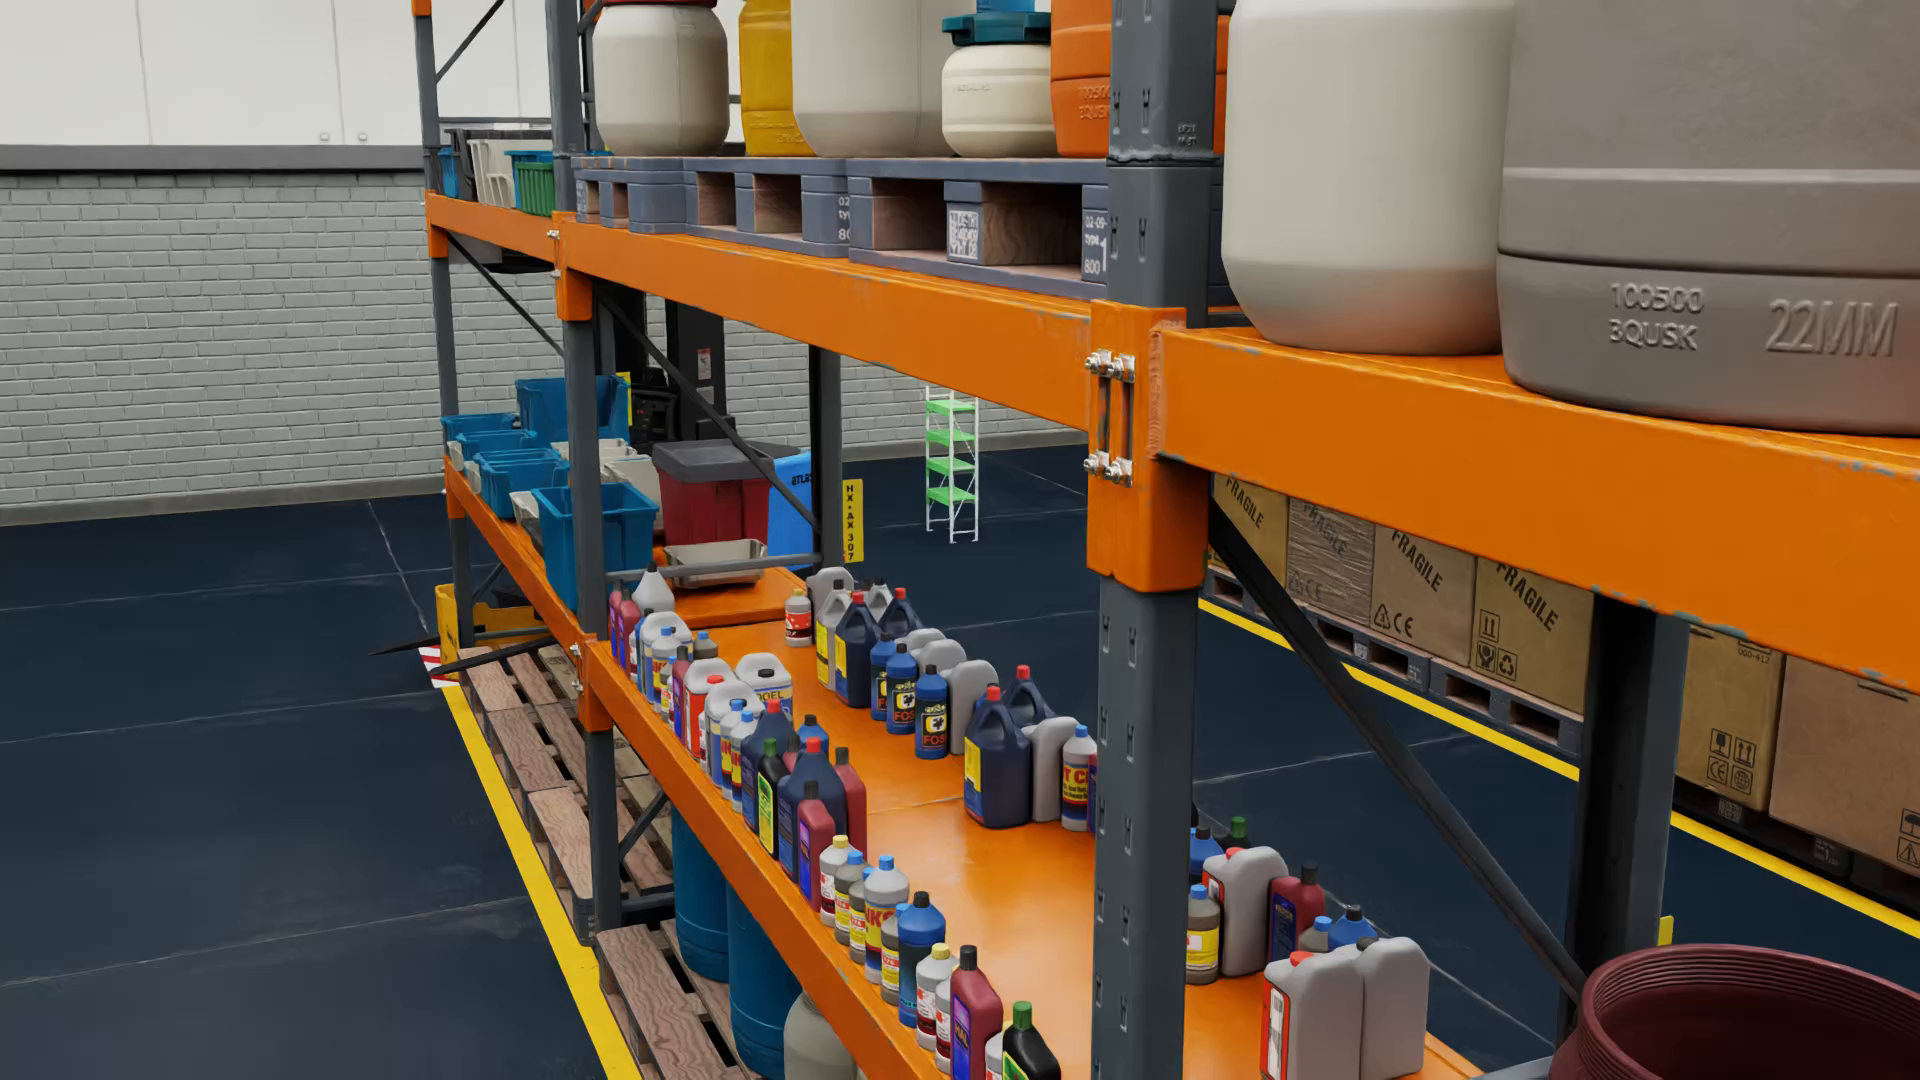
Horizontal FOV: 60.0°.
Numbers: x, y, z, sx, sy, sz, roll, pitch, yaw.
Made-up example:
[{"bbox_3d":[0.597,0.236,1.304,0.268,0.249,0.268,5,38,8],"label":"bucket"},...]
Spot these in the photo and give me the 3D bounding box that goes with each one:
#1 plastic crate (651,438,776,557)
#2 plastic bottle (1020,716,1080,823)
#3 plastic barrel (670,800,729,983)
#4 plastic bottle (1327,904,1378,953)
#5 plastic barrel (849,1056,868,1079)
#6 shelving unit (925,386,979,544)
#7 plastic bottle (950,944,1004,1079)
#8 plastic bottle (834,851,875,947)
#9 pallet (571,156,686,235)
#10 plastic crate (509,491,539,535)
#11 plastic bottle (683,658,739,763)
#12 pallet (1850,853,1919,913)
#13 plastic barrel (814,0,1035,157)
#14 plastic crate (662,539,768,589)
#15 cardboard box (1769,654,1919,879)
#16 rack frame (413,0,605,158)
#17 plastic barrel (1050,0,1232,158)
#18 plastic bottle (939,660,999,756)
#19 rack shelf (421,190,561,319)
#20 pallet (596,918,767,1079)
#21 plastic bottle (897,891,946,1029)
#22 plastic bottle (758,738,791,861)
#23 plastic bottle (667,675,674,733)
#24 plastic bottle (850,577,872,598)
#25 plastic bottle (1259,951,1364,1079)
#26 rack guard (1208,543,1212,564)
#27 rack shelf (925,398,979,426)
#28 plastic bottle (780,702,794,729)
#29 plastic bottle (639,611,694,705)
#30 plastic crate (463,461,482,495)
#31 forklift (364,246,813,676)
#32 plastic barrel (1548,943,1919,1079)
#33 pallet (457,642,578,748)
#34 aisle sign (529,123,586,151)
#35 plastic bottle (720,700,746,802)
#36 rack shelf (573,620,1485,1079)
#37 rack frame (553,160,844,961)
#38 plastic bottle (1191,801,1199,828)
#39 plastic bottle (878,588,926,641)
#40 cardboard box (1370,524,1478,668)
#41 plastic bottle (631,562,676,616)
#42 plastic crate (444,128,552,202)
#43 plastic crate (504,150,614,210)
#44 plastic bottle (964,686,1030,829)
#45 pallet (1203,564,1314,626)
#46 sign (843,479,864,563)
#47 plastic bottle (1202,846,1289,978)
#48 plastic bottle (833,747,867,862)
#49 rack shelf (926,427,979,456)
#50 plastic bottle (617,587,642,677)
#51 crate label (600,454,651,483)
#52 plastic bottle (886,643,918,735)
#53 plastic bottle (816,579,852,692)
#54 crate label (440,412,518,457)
[{"bbox_3d":[-1.055,-0.156,7.117,0.402,0.464,0.583,-6,14,-23],"label":"plastic crate"},{"bbox_3d":[0.243,0.593,4.430,0.152,0.276,0.135,-6,14,-23],"label":"plastic bottle"},{"bbox_3d":[-0.724,1.043,5.933,0.600,0.901,0.708,-6,14,-23],"label":"plastic barrel"},{"bbox_3d":[0.777,0.855,3.307,0.097,0.271,0.097,0,13,0],"label":"plastic bottle"},{"bbox_3d":[0.012,1.575,4.328,0.600,0.588,0.708,-6,14,-23],"label":"plastic barrel"},{"bbox_3d":[-0.066,-0.619,13.382,0.258,1.200,0.503,-6,14,-23],"label":"shelving unit"},{"bbox_3d":[0.030,0.902,3.079,0.061,0.283,0.133,-6,14,-23],"label":"plastic bottle"},{"bbox_3d":[-0.233,0.796,3.720,0.097,0.201,0.097,0,13,0],"label":"plastic bottle"},{"bbox_3d":[-0.523,-1.105,5.258,1.213,0.211,1.003,-6,14,-23],"label":"pallet"},{"bbox_3d":[-1.900,-0.122,7.696,0.293,0.136,0.466,-6,14,-23],"label":"plastic crate"},{"bbox_3d":[-0.719,0.493,4.862,0.152,0.276,0.135,-6,14,-23],"label":"plastic bottle"},{"bbox_3d":[4.482,1.428,6.733,1.003,0.211,1.213,-6,14,-23],"label":"pallet"},{"bbox_3d":[-0.103,-1.460,4.330,0.600,0.901,0.708,-6,14,-23],"label":"plastic barrel"},{"bbox_3d":[-0.982,0.102,6.730,0.396,0.136,0.243,-6,14,-23],"label":"plastic crate"},{"bbox_3d":[4.245,0.810,7.000,1.225,0.875,0.875,-6,14,-25],"label":"cardboard box"},{"bbox_3d":[-2.529,-3.638,9.130,1.000,3.000,0.127,-6,14,-23],"label":"rack frame"},{"bbox_3d":[0.451,-1.055,2.739,0.600,0.830,0.708,-6,14,-23],"label":"plastic barrel"},{"bbox_3d":[0.023,0.479,4.921,0.152,0.276,0.135,-6,14,-23],"label":"plastic bottle"},{"bbox_3d":[-1.728,-1.413,7.764,1.077,0.370,4.000,-6,14,-23],"label":"rack shelf"},{"bbox_3d":[-0.656,1.633,5.846,1.003,0.211,1.213,-6,14,-23],"label":"pallet"},{"bbox_3d":[-0.077,0.842,3.365,0.097,0.271,0.097,0,13,0],"label":"plastic bottle"},{"bbox_3d":[-0.463,0.648,4.178,0.061,0.283,0.133,-6,14,-23],"label":"plastic bottle"},{"bbox_3d":[-0.844,0.480,5.082,0.097,0.201,0.097,0,13,0],"label":"plastic bottle"},{"bbox_3d":[-0.338,0.264,5.835,0.061,0.283,0.133,-6,14,-23],"label":"plastic bottle"},{"bbox_3d":[0.659,0.893,3.133,0.152,0.276,0.135,-6,14,-23],"label":"plastic bottle"},{"bbox_3d":[2.000,0.050,12.043,1.175,0.500,0.348,-6,14,-23],"label":"rack guard"},{"bbox_3d":[-0.066,-1.024,13.289,0.258,0.148,0.480,-6,14,-23],"label":"rack shelf"},{"bbox_3d":[-0.520,0.562,4.728,0.097,0.201,0.097,0,13,0],"label":"plastic bottle"},{"bbox_3d":[-0.944,0.377,5.362,0.152,0.276,0.135,-6,14,-23],"label":"plastic bottle"},{"bbox_3d":[-2.407,-0.321,8.557,0.250,0.136,0.298,-6,14,-23],"label":"plastic crate"},{"bbox_3d":[-2.238,-0.783,10.254,1.130,2.935,3.031,10,16,37],"label":"forklift"},{"bbox_3d":[1.139,0.940,2.354,0.600,0.536,0.708,-6,14,-23],"label":"plastic barrel"},{"bbox_3d":[-2.234,0.817,9.370,1.003,0.211,1.213,-6,14,-23],"label":"pallet"},{"bbox_3d":[-2.289,-2.023,9.692,0.394,0.787,0.004,-6,14,-23],"label":"aisle sign"},{"bbox_3d":[-0.605,0.570,4.541,0.097,0.271,0.097,0,13,0],"label":"plastic bottle"},{"bbox_3d":[-0.126,0.875,4.532,1.077,0.370,4.000,-6,14,-23],"label":"rack shelf"},{"bbox_3d":[-0.927,0.111,6.236,1.000,3.000,0.127,-6,14,-23],"label":"rack frame"},{"bbox_3d":[0.509,0.701,3.947,0.061,0.283,0.133,-6,14,-23],"label":"plastic bottle"},{"bbox_3d":[-0.185,0.334,5.384,0.144,0.351,0.185,-6,14,-23],"label":"plastic bottle"},{"bbox_3d":[3.060,0.165,9.785,0.875,0.875,0.875,-6,14,-23],"label":"cardboard box"},{"bbox_3d":[-1.066,0.246,5.765,0.144,0.351,0.185,-6,14,-23],"label":"plastic bottle"},{"bbox_3d":[-2.169,-1.806,8.005,0.504,0.338,0.767,-6,14,-23],"label":"plastic crate"},{"bbox_3d":[-1.584,-1.428,6.605,0.416,0.233,0.300,-6,14,-23],"label":"plastic crate"},{"bbox_3d":[0.097,0.565,4.386,0.144,0.351,0.185,-6,14,-23],"label":"plastic bottle"},{"bbox_3d":[2.401,0.354,11.371,1.003,0.211,1.213,-6,14,-23],"label":"pallet"},{"bbox_3d":[-0.422,-0.073,6.418,0.100,0.325,0.005,-6,14,-23],"label":"sign"},{"bbox_3d":[0.613,0.784,3.605,0.152,0.276,0.135,-6,14,-23],"label":"plastic bottle"},{"bbox_3d":[-0.277,0.662,4.115,0.061,0.283,0.133,-6,14,-23],"label":"plastic bottle"},{"bbox_3d":[-0.066,-0.790,13.343,0.258,0.148,0.480,-6,14,-23],"label":"rack shelf"},{"bbox_3d":[-1.117,0.310,5.636,0.061,0.283,0.133,-6,14,-23],"label":"plastic bottle"},{"bbox_3d":[-1.800,-0.347,8.669,0.396,0.136,0.243,-6,14,-23],"label":"crate label"},{"bbox_3d":[-0.177,0.449,5.063,0.097,0.271,0.097,0,13,0],"label":"plastic bottle"},{"bbox_3d":[-0.391,0.309,5.493,0.144,0.351,0.185,-6,14,-23],"label":"plastic bottle"},{"bbox_3d":[-2.732,-0.582,9.470,0.416,0.233,0.303,-6,14,-23],"label":"crate label"}]
